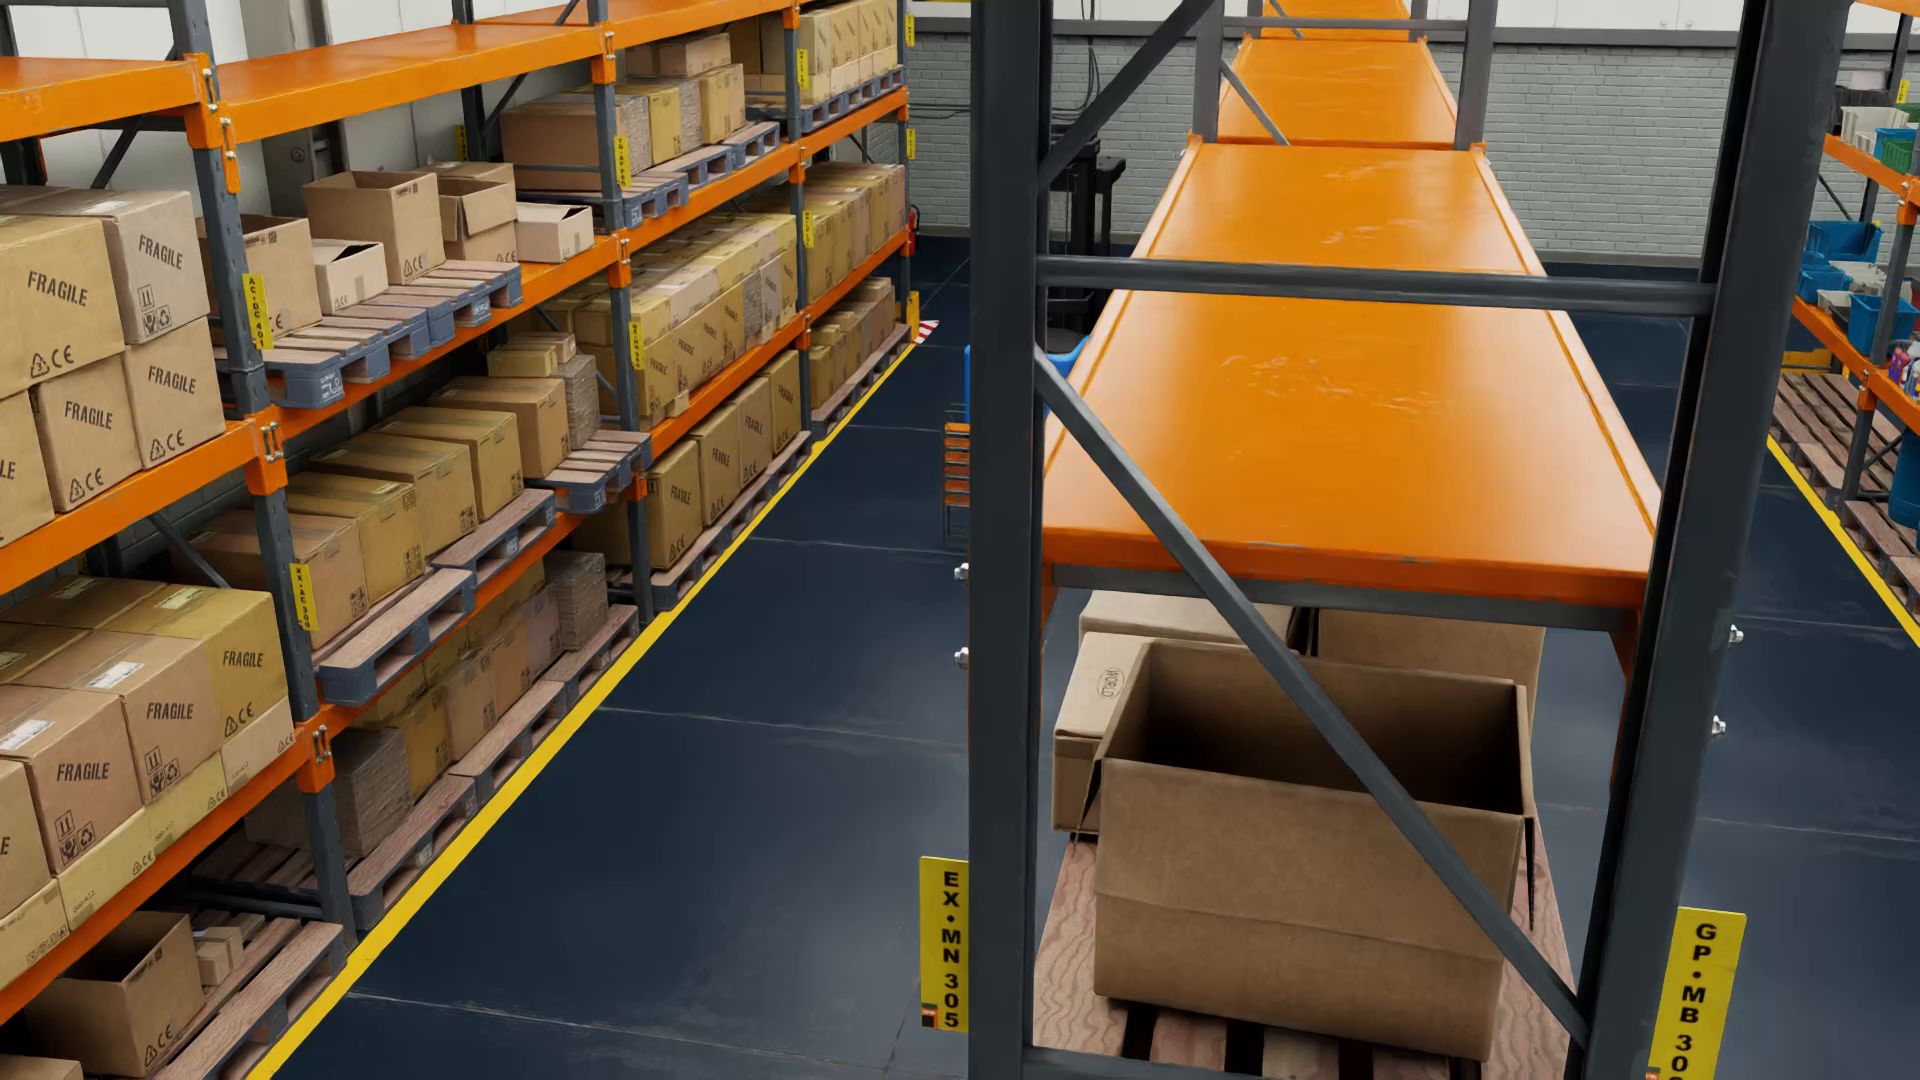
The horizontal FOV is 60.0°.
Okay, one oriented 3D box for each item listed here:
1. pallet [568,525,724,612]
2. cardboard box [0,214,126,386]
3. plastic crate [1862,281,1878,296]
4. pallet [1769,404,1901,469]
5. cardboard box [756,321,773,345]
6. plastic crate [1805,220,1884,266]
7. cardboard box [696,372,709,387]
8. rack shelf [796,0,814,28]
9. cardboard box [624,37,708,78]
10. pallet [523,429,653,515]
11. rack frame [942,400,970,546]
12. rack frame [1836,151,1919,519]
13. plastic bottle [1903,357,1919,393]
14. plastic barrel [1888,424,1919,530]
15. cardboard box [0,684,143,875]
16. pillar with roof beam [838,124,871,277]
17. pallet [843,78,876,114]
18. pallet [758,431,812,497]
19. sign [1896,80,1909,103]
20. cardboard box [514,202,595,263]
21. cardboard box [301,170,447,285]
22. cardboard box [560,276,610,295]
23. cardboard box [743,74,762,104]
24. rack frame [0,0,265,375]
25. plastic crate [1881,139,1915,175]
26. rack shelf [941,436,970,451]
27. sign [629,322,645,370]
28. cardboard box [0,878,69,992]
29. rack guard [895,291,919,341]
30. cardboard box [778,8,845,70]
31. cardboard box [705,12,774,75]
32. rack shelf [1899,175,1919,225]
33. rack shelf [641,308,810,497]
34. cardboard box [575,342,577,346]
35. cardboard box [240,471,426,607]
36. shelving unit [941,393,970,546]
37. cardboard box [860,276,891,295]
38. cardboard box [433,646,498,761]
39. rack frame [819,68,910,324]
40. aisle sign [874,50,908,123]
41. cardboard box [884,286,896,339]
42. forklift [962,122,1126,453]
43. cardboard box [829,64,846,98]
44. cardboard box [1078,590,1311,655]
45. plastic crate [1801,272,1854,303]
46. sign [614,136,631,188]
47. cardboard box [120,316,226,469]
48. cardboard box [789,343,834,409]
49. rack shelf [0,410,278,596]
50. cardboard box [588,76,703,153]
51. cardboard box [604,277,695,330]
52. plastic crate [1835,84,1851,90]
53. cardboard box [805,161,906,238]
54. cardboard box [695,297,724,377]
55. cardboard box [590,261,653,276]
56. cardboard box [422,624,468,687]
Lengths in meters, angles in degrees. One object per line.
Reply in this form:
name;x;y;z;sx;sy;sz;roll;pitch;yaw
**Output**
pallet;-2.469;0.171;12.676;1.003;0.211;1.213;4;22;11
cardboard box;-3.459;-0.881;6.043;0.500;0.500;0.500;6;23;14
plastic crate;8.490;-2.285;15.316;0.298;0.136;0.250;4;22;11
pallet;8.170;-0.973;15.517;1.003;0.211;1.213;4;22;11
cardboard box;-1.801;-1.763;14.057;0.380;0.149;0.250;4;22;11
plastic crate;8.742;-2.918;16.485;0.616;0.435;0.499;4;22;11
cardboard box;-2.174;-1.308;12.925;0.380;0.149;0.250;5;22;12
rack shelf;-1.479;-5.297;15.990;1.077;0.370;4.000;4;22;11
cardboard box;-2.293;-3.777;13.006;0.500;0.250;0.500;4;22;9
pallet;-2.745;-0.482;10.822;1.213;0.211;1.003;4;22;11
rack frame;-0.022;-0.518;13.064;0.240;1.200;0.006;4;22;11
rack frame;7.811;-1.547;13.210;1.000;3.000;0.127;4;22;11
plastic bottle;7.266;-1.258;12.664;0.097;0.271;0.097;0;22;0
plastic barrel;7.683;-0.571;13.033;0.600;0.901;0.708;4;22;11
cardboard box;-3.523;0.899;6.308;0.500;0.500;0.500;4;22;9
pillar with roof beam;2.847;-7.273;19.398;9.100;9.000;0.400;4;22;11
pallet;-1.459;-4.396;16.387;1.003;0.211;1.213;4;22;11
pallet;-1.971;-0.721;14.891;1.003;0.211;1.213;4;22;11
sign;9.169;-4.317;16.212;0.100;0.325;0.005;4;22;11
cardboard box;-2.586;-1.915;10.201;0.500;0.311;0.500;4;22;11
cardboard box;-3.078;-1.654;8.765;0.500;0.500;0.500;4;22;9
cardboard box;-2.756;-1.756;12.166;0.500;0.250;0.500;4;22;9
cardboard box;-1.977;-4.134;15.122;0.500;0.250;0.500;5;22;11
rack frame;-3.520;-2.159;6.700;1.000;3.000;0.127;4;22;11
plastic crate;7.602;-3.018;13.131;0.450;0.188;0.662;4;22;11
rack shelf;-0.003;-0.733;13.074;0.258;0.103;0.180;4;22;11
sign;-2.170;-1.302;11.157;0.100;0.325;0.005;4;22;11
cardboard box;-3.619;1.431;5.990;0.500;0.250;0.500;5;22;11
rack guard;-1.066;-2.615;19.207;1.175;0.500;0.348;4;22;11
cardboard box;-1.369;-4.641;15.378;0.500;0.500;0.500;4;22;10
cardboard box;-1.973;-4.486;14.994;0.500;0.500;0.500;4;22;11
rack shelf;7.403;-1.873;10.968;1.077;0.370;4.000;4;22;11
rack shelf;-2.296;-1.237;13.404;1.077;0.370;4.000;4;22;11
cardboard box;-2.865;-1.226;11.854;0.500;0.500;0.500;5;22;11
cardboard box;-3.262;-0.014;8.682;0.700;0.500;0.500;7;23;16
shelving unit;-0.003;-0.551;13.147;0.258;1.200;0.189;4;22;11
cardboard box;-0.964;-2.777;18.179;0.380;0.149;0.250;4;22;10
cardboard box;-3.186;0.932;9.812;0.700;0.500;0.500;5;22;12
rack frame;-1.071;-3.765;18.718;1.000;3.000;0.127;4;22;11
aisle sign;-0.763;-4.975;18.241;0.394;0.787;0.004;4;22;11
cardboard box;-1.116;-2.537;18.452;0.700;0.500;0.500;4;22;11
forklift;0.920;-2.541;15.771;1.130;2.935;3.031;6;23;15
cardboard box;-1.370;-4.283;15.494;0.500;0.250;0.500;4;22;10
cardboard box;0.604;0.208;4.206;0.500;0.311;0.500;7;23;17
plastic crate;7.925;-2.304;15.233;0.416;0.233;0.300;4;22;11
sign;-2.173;-2.429;10.692;0.100;0.325;0.005;4;22;11
cardboard box;-3.381;-0.619;6.730;0.500;0.500;0.500;5;22;12
cardboard box;-1.634;-1.603;16.134;0.700;0.500;0.500;5;22;12
rack shelf;-3.928;0.297;5.579;1.077;0.370;4.000;4;22;11
cardboard box;-2.390;-3.244;12.685;0.700;0.500;0.500;4;22;11
cardboard box;-2.250;-1.724;12.087;0.500;0.250;0.500;4;22;10
plastic crate;8.276;-4.221;16.010;0.497;0.269;0.590;4;22;11
cardboard box;-1.165;-3.717;18.197;0.980;0.700;0.700;5;23;13
cardboard box;-2.136;-1.563;12.692;0.500;0.500;0.500;4;22;11
cardboard box;-2.648;-1.943;12.631;0.500;0.250;0.500;4;22;10
cardboard box;-3.197;0.609;9.611;0.500;0.250;0.500;4;22;9
